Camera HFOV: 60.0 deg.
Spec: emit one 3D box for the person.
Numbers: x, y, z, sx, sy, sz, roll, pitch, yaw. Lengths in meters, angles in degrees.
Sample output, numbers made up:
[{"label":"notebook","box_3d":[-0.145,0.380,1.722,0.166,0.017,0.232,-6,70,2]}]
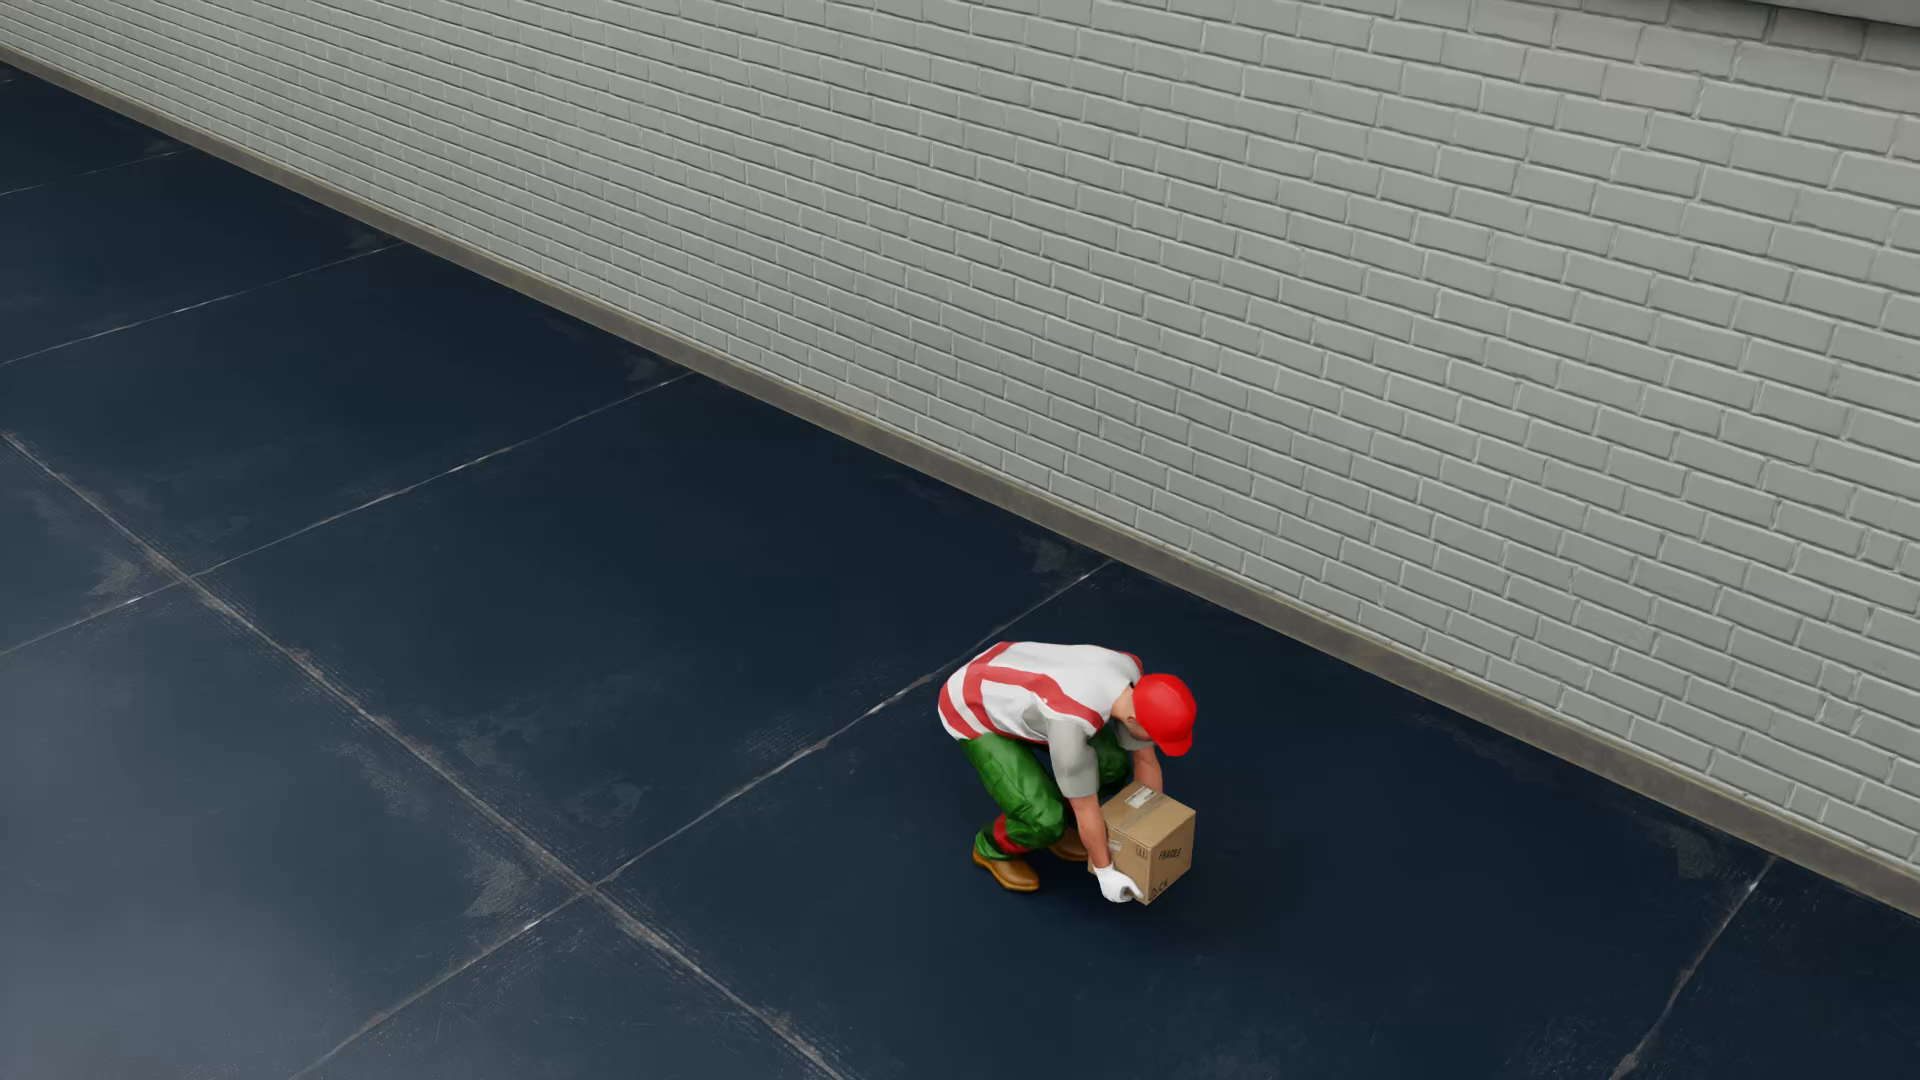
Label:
[{"label":"person","box_3d":[0.357,0.753,5.639,0.920,0.988,0.533,24,38,34]}]
